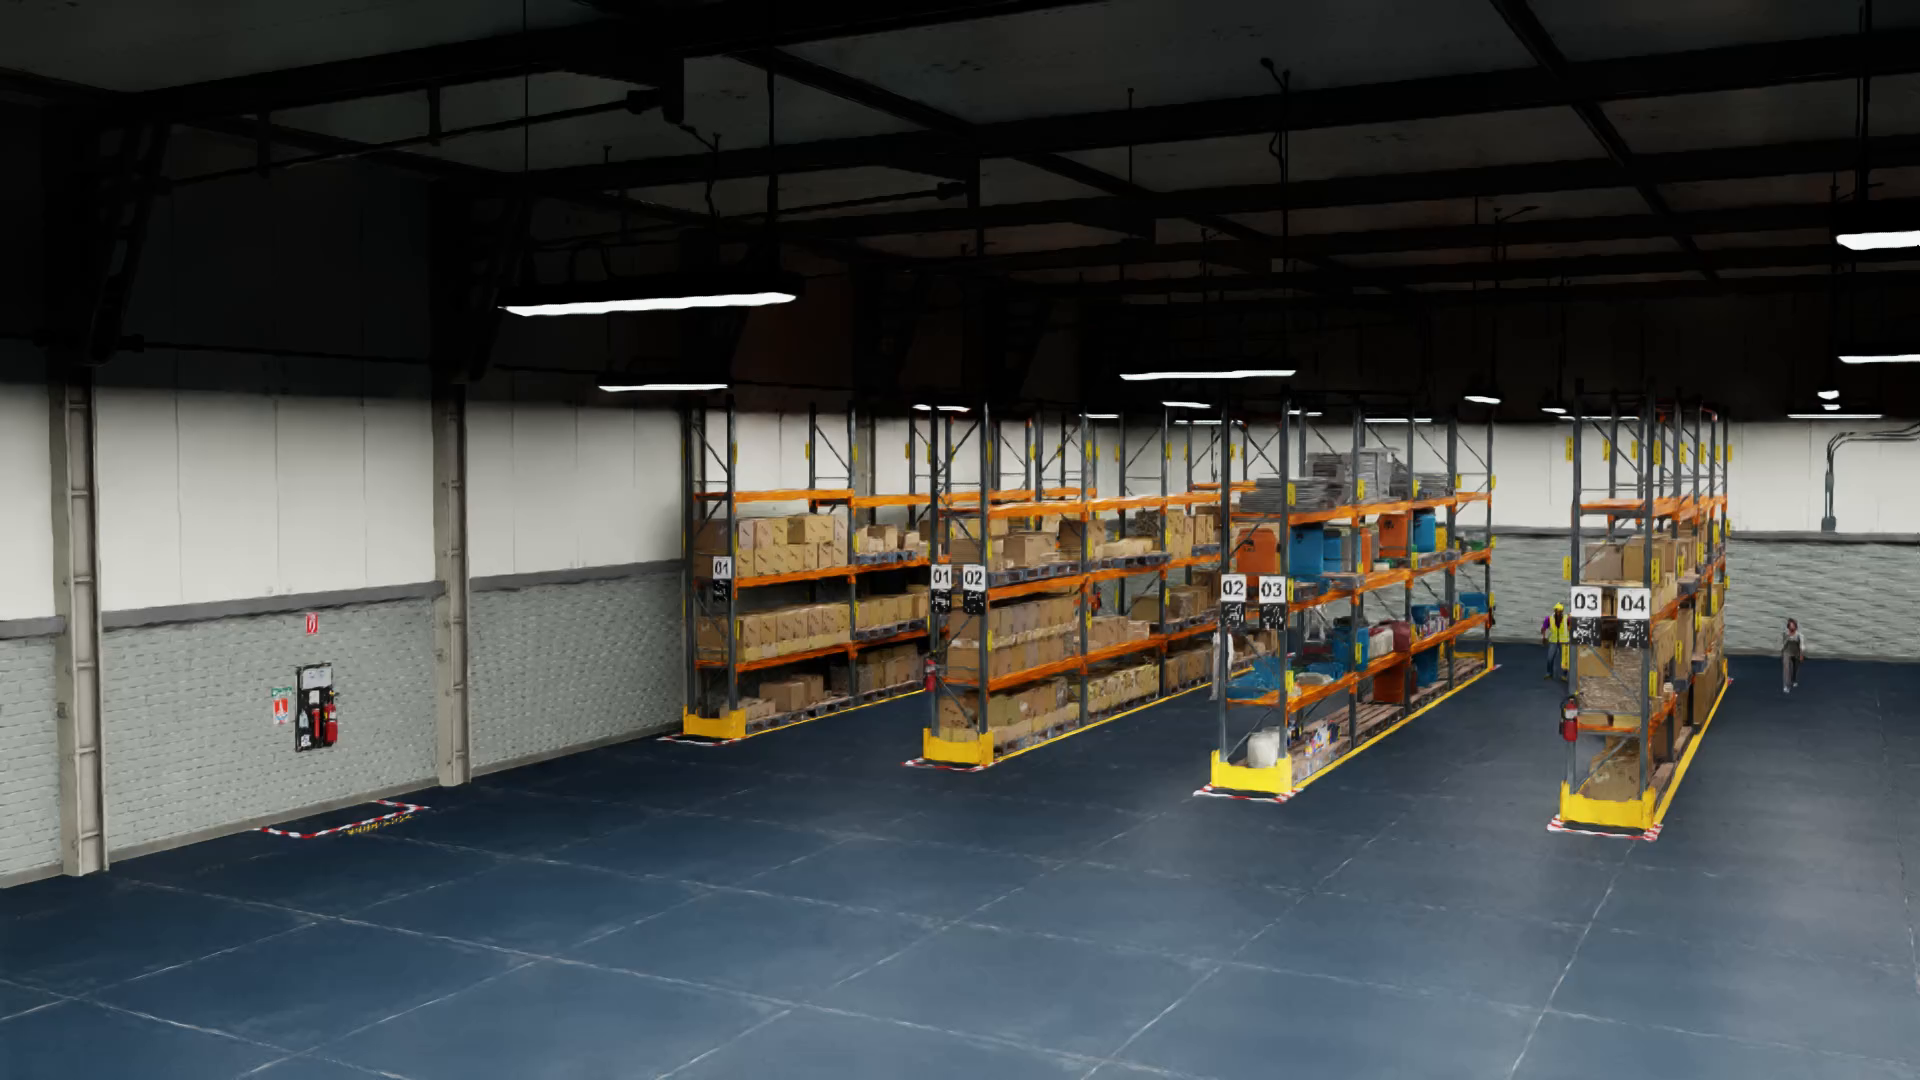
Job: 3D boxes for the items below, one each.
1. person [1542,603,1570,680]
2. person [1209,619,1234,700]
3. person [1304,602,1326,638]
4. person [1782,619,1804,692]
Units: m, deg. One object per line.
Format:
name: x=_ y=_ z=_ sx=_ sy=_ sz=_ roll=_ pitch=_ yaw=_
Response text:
person: x=13.145 y=2.231 z=36.536 sx=0.719 sy=1.714 sz=0.578 roll=1 pitch=3 yaw=26
person: x=5.327 y=2.407 z=33.710 sx=0.502 sy=1.624 sz=0.997 roll=2 pitch=3 yaw=27
person: x=9.445 y=1.803 z=44.391 sx=0.692 sy=1.723 sz=0.846 roll=1 pitch=3 yaw=11
person: x=17.456 y=2.399 z=34.849 sx=0.417 sy=1.525 sz=1.034 roll=2 pitch=3 yaw=27
